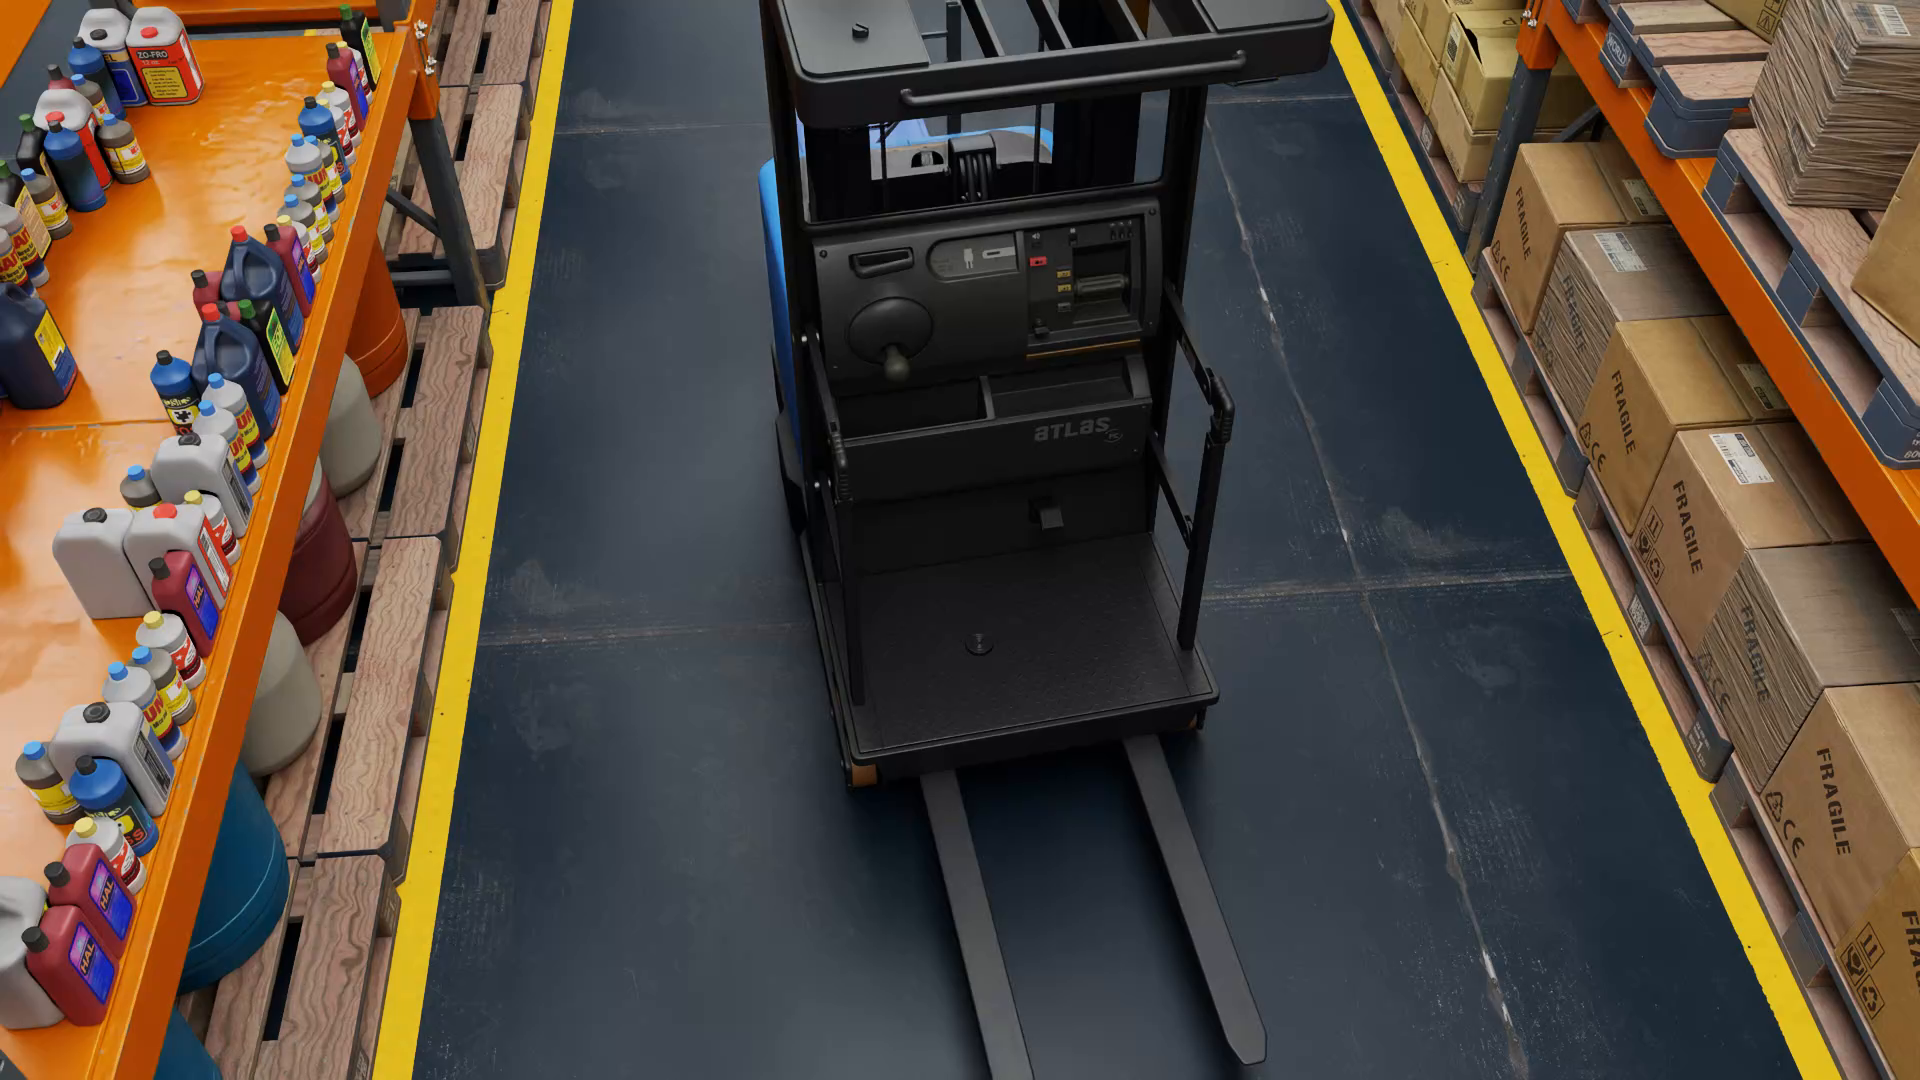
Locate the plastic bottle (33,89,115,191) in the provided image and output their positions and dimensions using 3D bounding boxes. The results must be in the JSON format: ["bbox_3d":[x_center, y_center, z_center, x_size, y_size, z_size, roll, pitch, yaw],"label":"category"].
[{"bbox_3d":[-2.608,-1.170,4.878,0.152,0.276,0.135,-3,47,-3],"label":"plastic bottle"}]

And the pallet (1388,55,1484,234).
[{"bbox_3d":[2.546,-1.818,7.326,1.003,0.211,1.213,-3,47,-3],"label":"pallet"}]

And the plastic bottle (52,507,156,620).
[{"bbox_3d":[-1.914,0.037,3.734,0.152,0.276,0.135,-3,47,-3],"label":"plastic bottle"}]

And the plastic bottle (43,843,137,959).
[{"bbox_3d":[-1.642,0.666,3.134,0.061,0.283,0.133,-3,47,-3],"label":"plastic bottle"}]

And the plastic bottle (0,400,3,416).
[{"bbox_3d":[-2.521,-0.412,4.108,0.144,0.351,0.185,-3,47,-3],"label":"plastic bottle"}]

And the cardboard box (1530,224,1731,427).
[{"bbox_3d":[2.379,-0.745,5.809,0.500,0.500,0.500,-5,47,-5],"label":"cardboard box"}]

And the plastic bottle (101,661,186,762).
[{"bbox_3d":[-1.698,0.349,3.442,0.097,0.271,0.097,0,47,0],"label":"plastic bottle"}]

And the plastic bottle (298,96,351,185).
[{"bbox_3d":[-1.874,-1.177,4.888,0.097,0.271,0.097,0,47,0],"label":"plastic bottle"}]

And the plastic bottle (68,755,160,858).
[{"bbox_3d":[-1.678,0.517,3.283,0.097,0.271,0.097,0,47,0],"label":"plastic bottle"}]

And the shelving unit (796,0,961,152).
[{"bbox_3d":[-0.351,-1.527,6.164,0.538,1.500,1.048,-9,47,-8],"label":"shelving unit"}]

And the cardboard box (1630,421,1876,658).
[{"bbox_3d":[2.464,-0.005,5.107,0.500,0.500,0.500,-5,47,-5],"label":"cardboard box"}]

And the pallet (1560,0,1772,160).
[{"bbox_3d":[2.703,-1.627,5.357,1.213,0.211,1.003,-3,47,-3],"label":"pallet"}]

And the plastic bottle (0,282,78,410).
[{"bbox_3d":[-2.381,-0.518,4.209,0.144,0.351,0.185,-3,47,-3],"label":"plastic bottle"}]

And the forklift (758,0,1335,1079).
[{"bbox_3d":[0.131,-0.564,4.265,1.130,2.935,3.031,-9,47,-8],"label":"forklift"}]

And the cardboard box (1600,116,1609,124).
[{"bbox_3d":[2.825,-1.967,6.766,0.500,0.311,0.500,-2,47,-2],"label":"cardboard box"}]

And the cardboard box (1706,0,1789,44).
[{"bbox_3d":[2.741,-1.909,5.134,0.700,0.500,0.500,-18,49,-16],"label":"cardboard box"}]

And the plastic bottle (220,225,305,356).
[{"bbox_3d":[-1.834,-0.652,4.336,0.144,0.351,0.185,-3,47,-3],"label":"plastic bottle"}]

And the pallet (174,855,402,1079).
[{"bbox_3d":[-2.049,1.412,4.268,1.003,0.211,1.213,-3,47,-3],"label":"pallet"}]

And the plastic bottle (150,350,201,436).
[{"bbox_3d":[-1.924,-0.356,4.110,0.097,0.271,0.097,0,47,0],"label":"plastic bottle"}]

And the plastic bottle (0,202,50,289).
[{"bbox_3d":[-2.595,-0.820,4.549,0.097,0.271,0.097,0,47,0],"label":"plastic bottle"}]

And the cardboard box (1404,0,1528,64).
[{"bbox_3d":[2.237,-2.310,7.090,0.500,0.311,0.500,-4,47,-4],"label":"cardboard box"}]

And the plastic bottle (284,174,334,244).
[{"bbox_3d":[-1.850,-0.942,4.713,0.097,0.201,0.097,0,47,0],"label":"plastic bottle"}]

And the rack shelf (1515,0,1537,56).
[{"bbox_3d":[2.408,-3.379,7.379,1.077,0.370,4.000,-3,47,-3],"label":"rack shelf"}]

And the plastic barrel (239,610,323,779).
[{"bbox_3d":[-2.072,0.404,4.726,0.421,0.512,0.421,0,47,0],"label":"plastic barrel"}]

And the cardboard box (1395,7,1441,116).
[{"bbox_3d":[2.242,-2.116,7.293,0.500,0.250,0.500,-4,47,-4],"label":"cardboard box"}]

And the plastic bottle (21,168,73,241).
[{"bbox_3d":[-2.614,-0.963,4.733,0.097,0.201,0.097,0,47,0],"label":"plastic bottle"}]

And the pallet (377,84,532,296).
[{"bbox_3d":[-2.387,-1.485,7.011,1.003,0.211,1.213,-3,47,-3],"label":"pallet"}]

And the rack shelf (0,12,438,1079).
[{"bbox_3d":[-2.193,-0.186,4.356,1.077,0.370,4.000,-3,47,-3],"label":"rack shelf"}]

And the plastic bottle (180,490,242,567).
[{"bbox_3d":[-1.745,-0.032,3.851,0.097,0.201,0.097,0,47,0],"label":"plastic bottle"}]

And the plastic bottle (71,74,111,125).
[{"bbox_3d":[-2.656,-1.323,5.074,0.097,0.201,0.097,0,47,0],"label":"plastic bottle"}]

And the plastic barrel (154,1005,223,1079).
[{"bbox_3d":[-2.054,1.196,3.707,0.600,0.901,0.708,-3,47,-3],"label":"plastic barrel"}]

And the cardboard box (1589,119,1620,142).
[{"bbox_3d":[2.825,-1.775,6.969,0.500,0.250,0.500,-4,47,-3],"label":"cardboard box"}]

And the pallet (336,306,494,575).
[{"bbox_3d":[-2.253,-0.354,5.940,1.003,0.211,1.213,-3,47,-3],"label":"pallet"}]

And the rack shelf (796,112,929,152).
[{"bbox_3d":[-0.351,-1.404,6.294,0.538,0.185,1.000,-9,47,-8],"label":"rack shelf"}]

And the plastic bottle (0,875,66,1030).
[{"bbox_3d":[-1.735,0.727,3.030,0.144,0.351,0.185,-3,47,-3],"label":"plastic bottle"}]

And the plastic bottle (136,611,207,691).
[{"bbox_3d":[-1.714,0.233,3.601,0.097,0.201,0.097,0,47,0],"label":"plastic bottle"}]

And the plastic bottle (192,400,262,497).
[{"bbox_3d":[-1.764,-0.224,3.984,0.097,0.271,0.097,0,47,0],"label":"plastic bottle"}]

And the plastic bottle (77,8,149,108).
[{"bbox_3d":[-2.646,-1.505,5.195,0.152,0.276,0.135,-3,47,-3],"label":"plastic bottle"}]

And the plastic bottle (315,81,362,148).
[{"bbox_3d":[-1.891,-1.294,5.046,0.097,0.201,0.097,0,47,0],"label":"plastic bottle"}]

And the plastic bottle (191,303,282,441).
[{"bbox_3d":[-1.807,-0.422,4.118,0.144,0.351,0.185,-3,47,-3],"label":"plastic bottle"}]

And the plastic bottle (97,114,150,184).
[{"bbox_3d":[-2.485,-1.166,4.925,0.097,0.201,0.097,0,47,0],"label":"plastic bottle"}]

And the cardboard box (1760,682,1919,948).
[{"bbox_3d":[2.551,0.726,4.415,0.500,0.500,0.500,-3,47,-3],"label":"cardboard box"}]

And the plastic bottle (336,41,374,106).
[{"bbox_3d":[-1.910,-1.461,5.204,0.097,0.201,0.097,0,47,0],"label":"plastic bottle"}]

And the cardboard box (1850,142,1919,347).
[{"bbox_3d":[2.701,-0.738,4.025,0.700,0.500,0.500,-14,48,-13],"label":"cardboard box"}]

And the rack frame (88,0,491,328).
[{"bbox_3d":[-2.360,-1.881,5.465,1.000,3.000,0.127,-3,47,-3],"label":"rack frame"}]

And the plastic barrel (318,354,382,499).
[{"bbox_3d":[-2.166,-0.413,5.500,0.421,0.512,0.421,0,47,0],"label":"plastic barrel"}]

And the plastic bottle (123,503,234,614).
[{"bbox_3d":[-1.762,0.028,3.743,0.152,0.276,0.135,-3,47,-3],"label":"plastic bottle"}]

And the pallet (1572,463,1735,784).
[{"bbox_3d":[2.700,0.203,5.412,1.003,0.211,1.213,-3,47,-3],"label":"pallet"}]

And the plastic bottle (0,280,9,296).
[{"bbox_3d":[-2.595,-0.669,4.398,0.061,0.283,0.133,-3,47,-3],"label":"plastic bottle"}]

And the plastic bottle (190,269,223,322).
[{"bbox_3d":[-1.934,-0.604,4.337,0.061,0.283,0.133,-3,47,-3],"label":"plastic bottle"}]

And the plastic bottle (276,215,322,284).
[{"bbox_3d":[-1.834,-0.801,4.579,0.097,0.201,0.097,0,47,0],"label":"plastic bottle"}]
